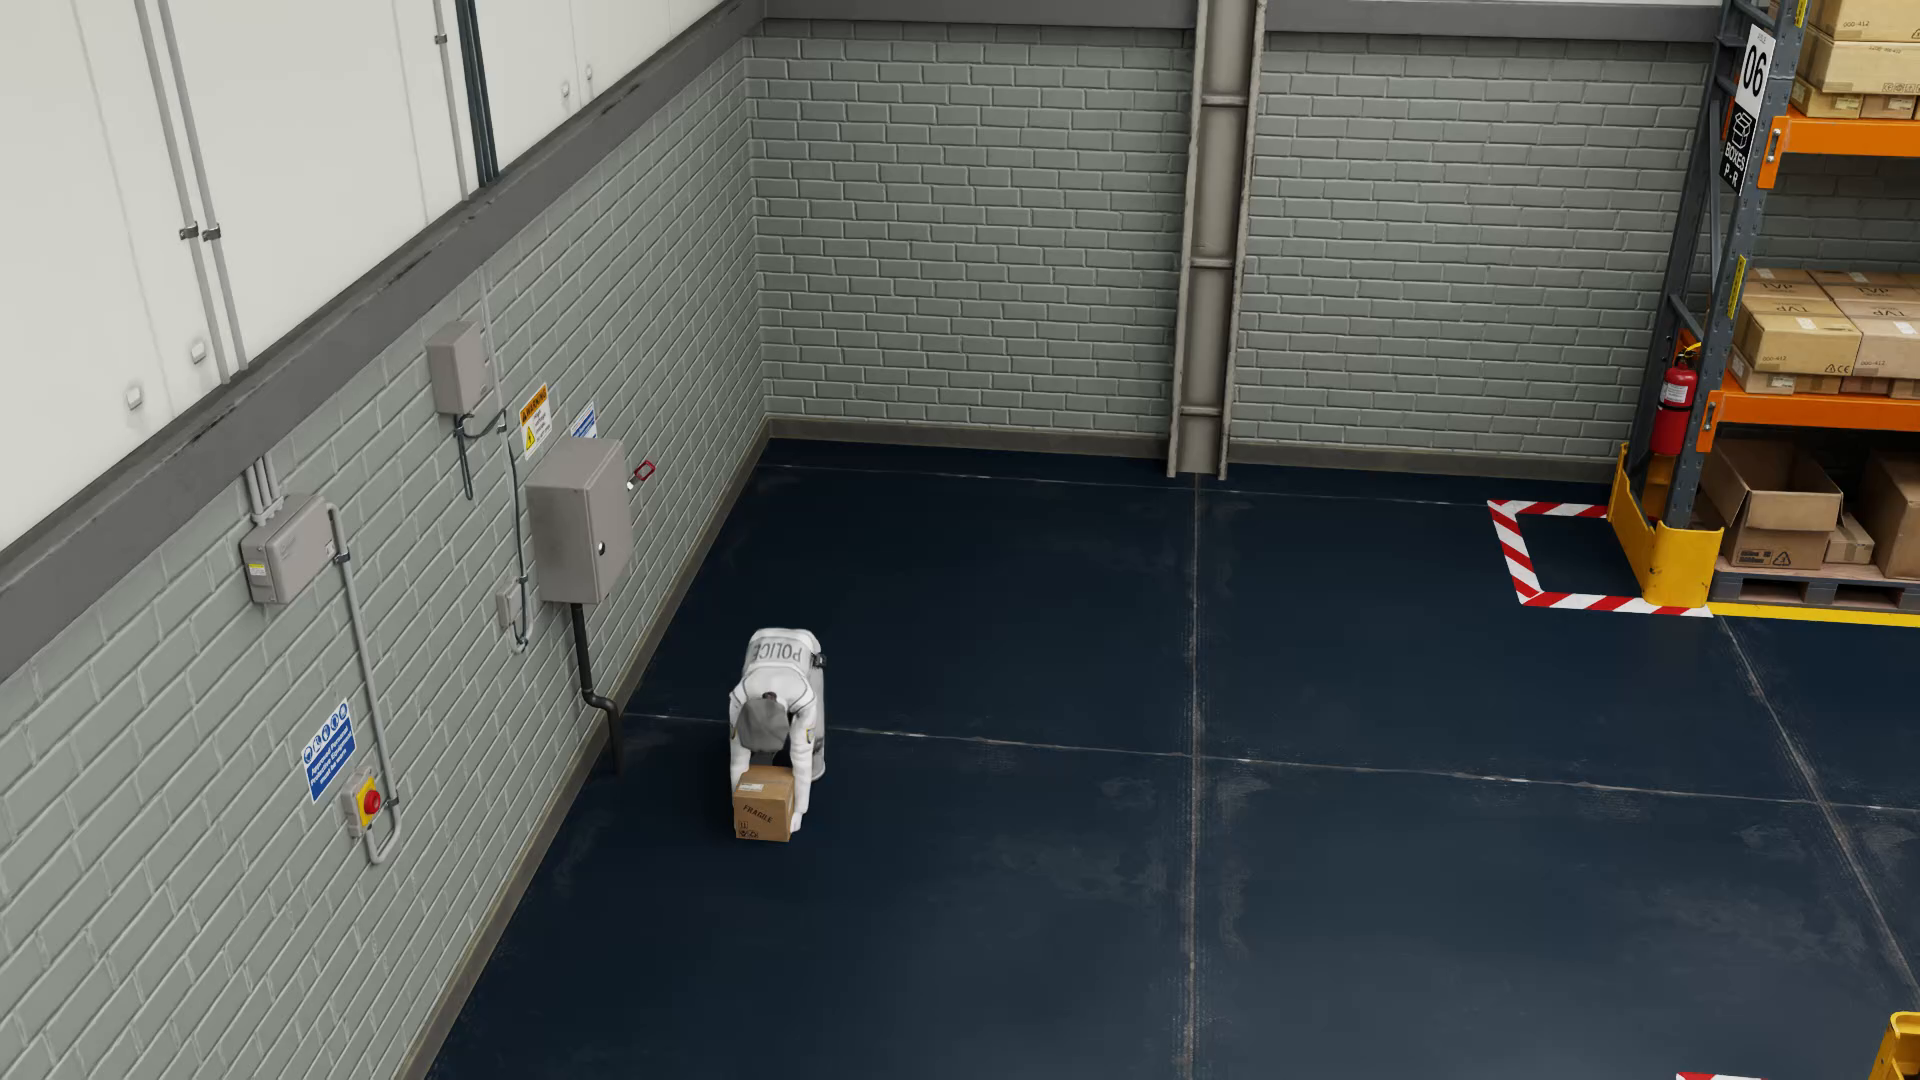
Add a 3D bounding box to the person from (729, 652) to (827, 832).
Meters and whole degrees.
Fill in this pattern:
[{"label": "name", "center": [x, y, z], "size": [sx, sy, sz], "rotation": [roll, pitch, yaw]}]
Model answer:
[{"label": "person", "center": [-0.863, 0.891, 8.004], "size": [0.411, 0.722, 0.850], "rotation": [3, 29, 5]}]
